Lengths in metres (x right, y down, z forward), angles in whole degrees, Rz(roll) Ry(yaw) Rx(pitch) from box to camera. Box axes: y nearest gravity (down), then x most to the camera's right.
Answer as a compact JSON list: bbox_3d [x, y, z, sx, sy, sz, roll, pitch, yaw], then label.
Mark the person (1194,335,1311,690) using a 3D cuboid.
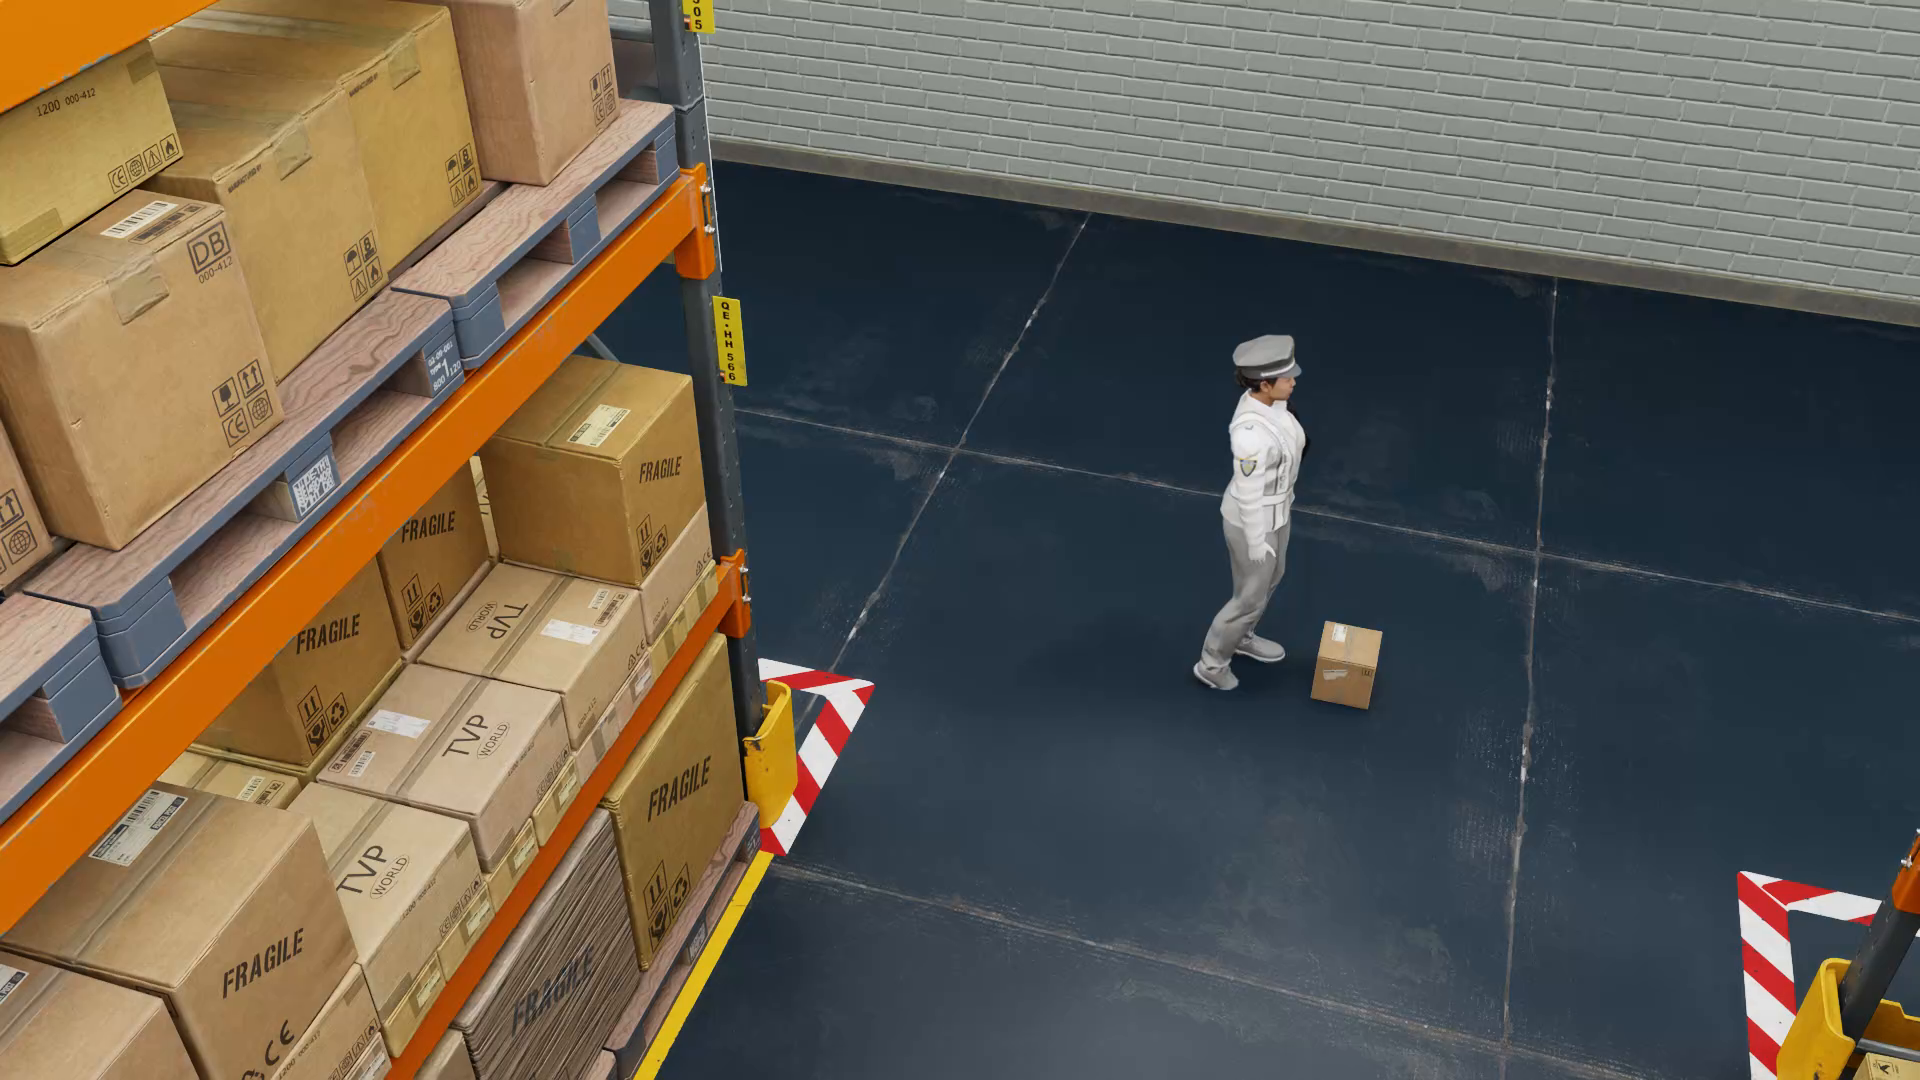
[{"bbox_3d":[1.265,-0.086,7.042,0.378,1.733,0.471,12,39,15],"label":"person"}]
